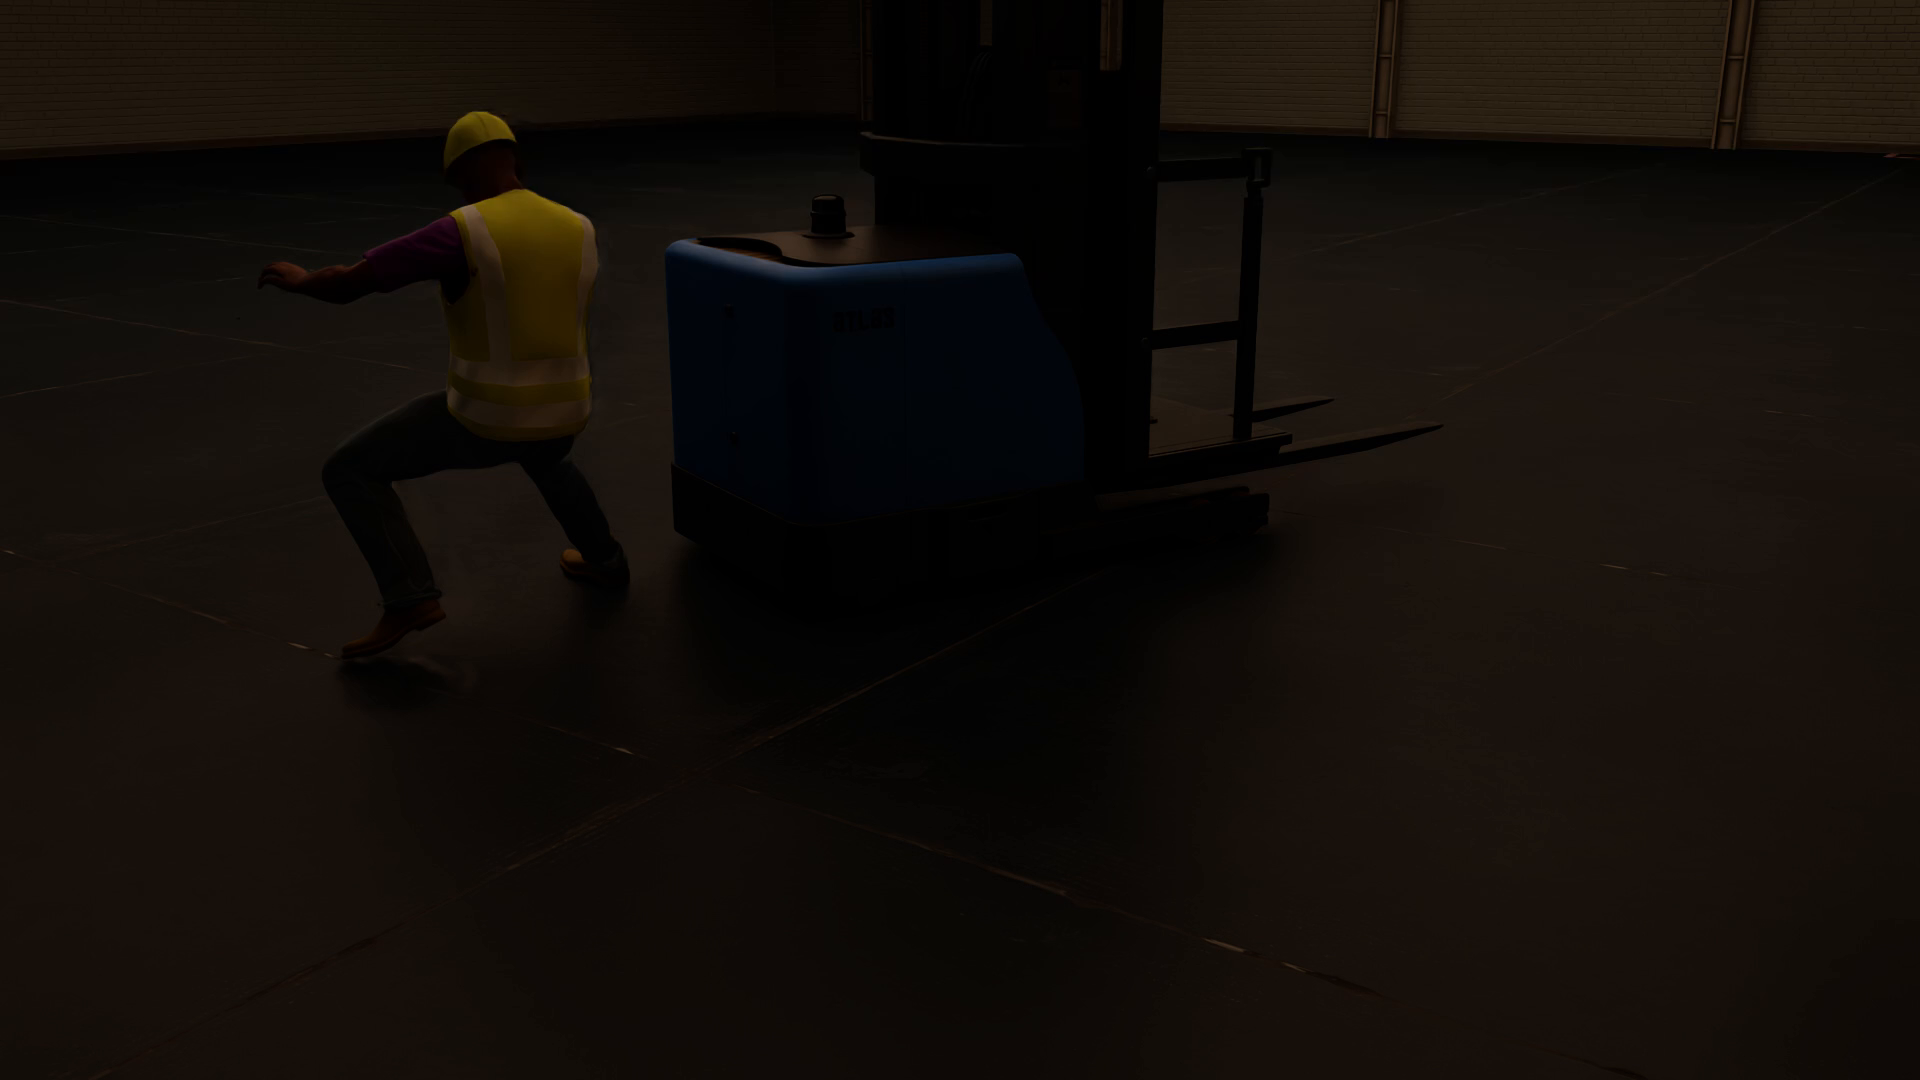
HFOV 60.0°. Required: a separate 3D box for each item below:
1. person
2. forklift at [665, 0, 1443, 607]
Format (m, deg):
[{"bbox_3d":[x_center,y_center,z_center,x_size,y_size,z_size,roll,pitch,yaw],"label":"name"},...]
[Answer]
[{"bbox_3d":[-1.429,-0.478,4.901,0.744,1.524,1.061,14,22,39],"label":"person"},{"bbox_3d":[0.510,-1.500,5.849,3.031,2.935,1.130,-11,20,-32],"label":"forklift"}]
